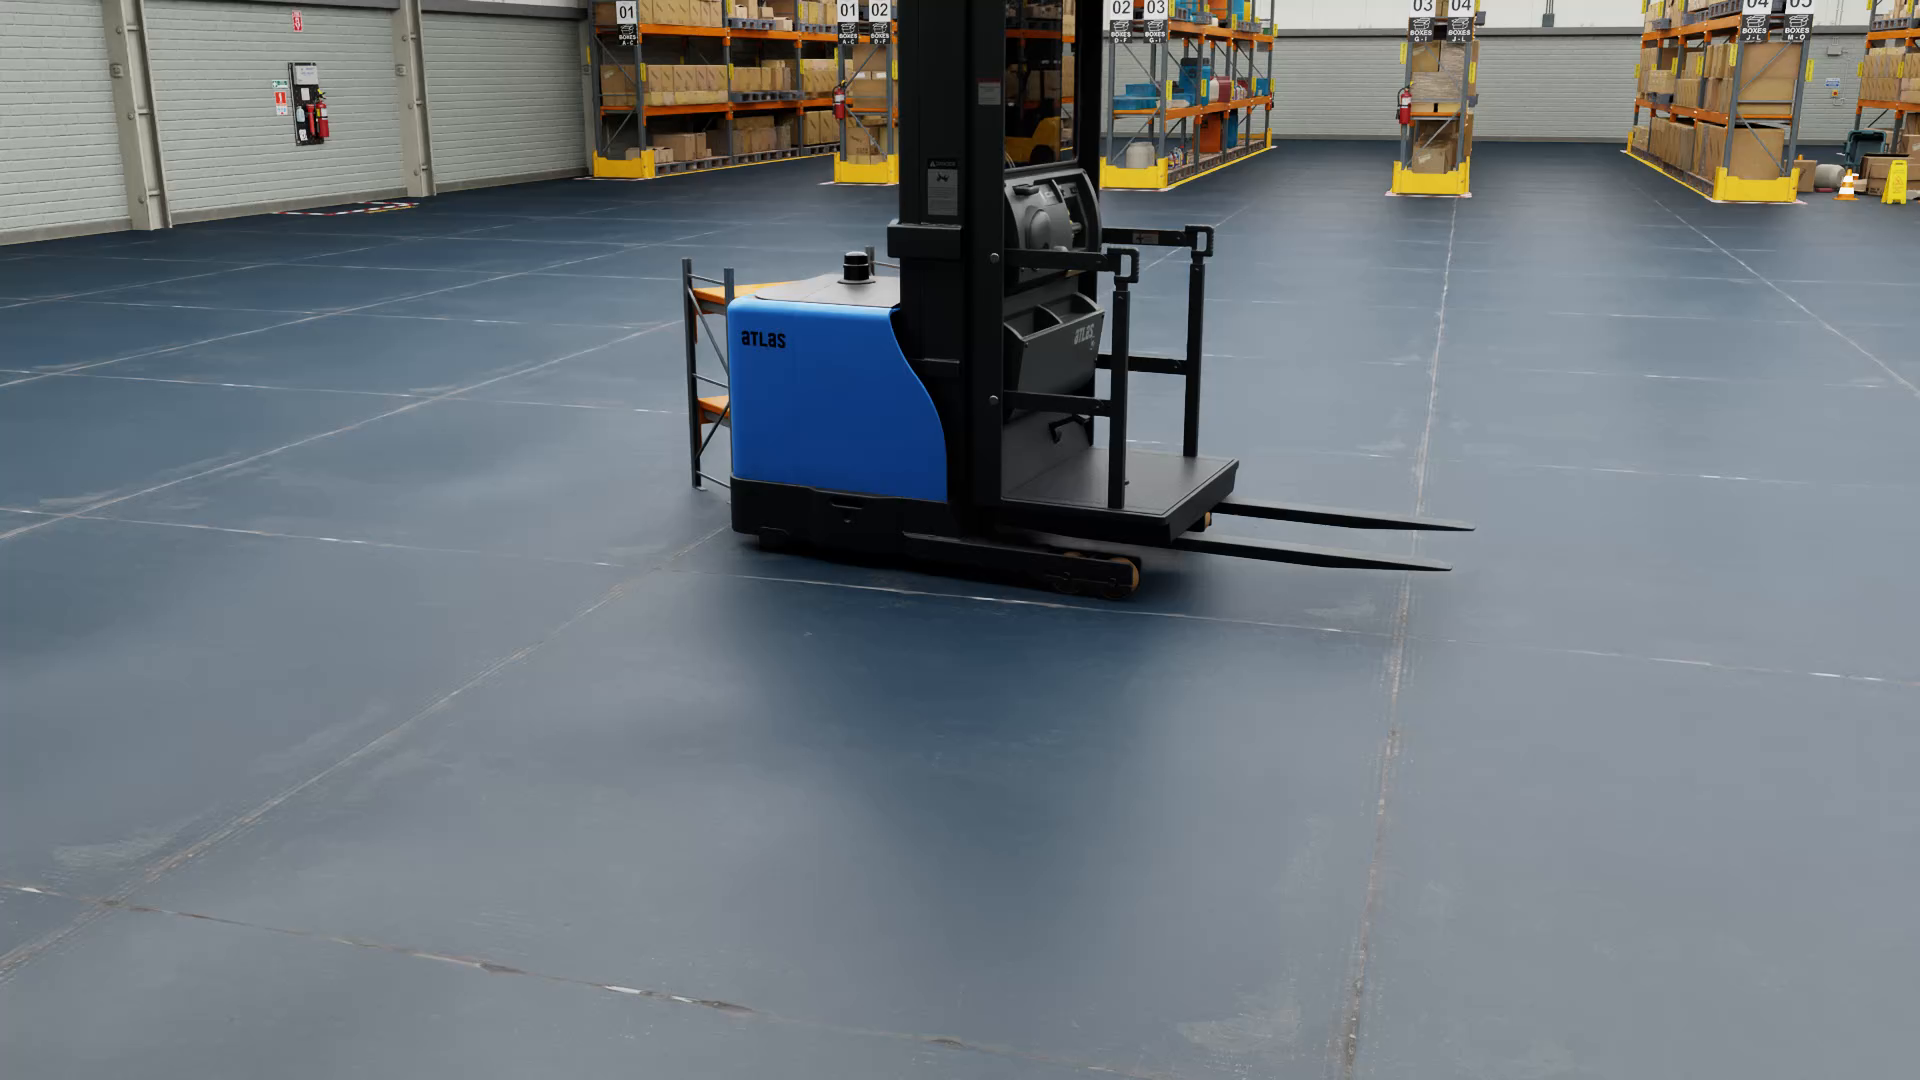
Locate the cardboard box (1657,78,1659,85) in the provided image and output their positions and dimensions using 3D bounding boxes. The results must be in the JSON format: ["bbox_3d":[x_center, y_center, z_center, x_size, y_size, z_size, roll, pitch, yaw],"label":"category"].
[{"bbox_3d":[14.868,-9.631,34.932,0.380,0.149,0.250,5,17,17],"label":"cardboard box"}]

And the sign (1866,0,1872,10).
[{"bbox_3d":[21.318,-12.586,38.962,0.100,0.325,0.005,5,16,16],"label":"sign"}]

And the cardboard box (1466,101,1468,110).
[{"bbox_3d":[8.628,-7.542,28.884,0.380,0.149,0.250,5,16,16],"label":"cardboard box"}]

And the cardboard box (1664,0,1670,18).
[{"bbox_3d":[15.723,-11.553,36.115,0.700,0.500,0.500,5,16,16],"label":"cardboard box"}]

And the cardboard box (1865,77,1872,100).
[{"bbox_3d":[21.319,-10.450,38.492,0.500,0.500,0.500,4,16,15],"label":"cardboard box"}]

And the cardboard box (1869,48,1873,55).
[{"bbox_3d":[21.482,-11.409,38.853,0.380,0.149,0.250,5,17,17],"label":"cardboard box"}]

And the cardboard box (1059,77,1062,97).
[{"bbox_3d":[2.262,-11.425,41.930,0.500,0.500,0.500,5,17,17],"label":"cardboard box"}]

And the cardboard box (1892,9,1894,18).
[{"bbox_3d":[21.375,-11.902,37.509,0.500,0.311,0.500,5,17,17],"label":"cardboard box"}]

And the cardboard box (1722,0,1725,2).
[{"bbox_3d":[12.802,-8.963,27.443,0.380,0.149,0.250,5,17,17],"label":"cardboard box"}]

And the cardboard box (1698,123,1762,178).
[{"bbox_3d":[13.165,-6.642,28.374,0.875,0.875,0.875,5,17,16],"label":"cardboard box"}]

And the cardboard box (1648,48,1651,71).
[{"bbox_3d":[16.112,-11.035,38.178,0.500,0.500,0.500,5,17,17],"label":"cardboard box"}]

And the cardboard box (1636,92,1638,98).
[{"bbox_3d":[16.667,-10.817,40.429,0.380,0.149,0.250,4,16,15],"label":"cardboard box"}]

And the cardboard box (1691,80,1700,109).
[{"bbox_3d":[13.555,-8.063,30.076,0.500,0.500,0.500,5,16,16],"label":"cardboard box"}]

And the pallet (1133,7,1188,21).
[{"bbox_3d":[3.380,-9.167,29.002,1.003,0.211,1.213,5,16,16],"label":"pallet"}]

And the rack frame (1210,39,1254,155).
[{"bbox_3d":[6.461,-10.746,39.718,1.000,3.000,0.127,5,16,16],"label":"rack frame"}]

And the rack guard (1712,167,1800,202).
[{"bbox_3d":[12.520,-5.602,26.165,1.175,0.500,0.348,5,16,16],"label":"rack guard"}]

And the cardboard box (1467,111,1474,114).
[{"bbox_3d":[10.794,-9.139,37.176,1.225,0.875,0.875,4,16,14],"label":"cardboard box"}]

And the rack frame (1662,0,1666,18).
[{"bbox_3d":[15.937,-12.837,36.096,1.000,3.000,0.127,5,16,16],"label":"rack frame"}]

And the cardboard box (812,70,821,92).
[{"bbox_3d":[-3.633,-10.912,39.538,0.500,0.500,0.500,5,17,18],"label":"cardboard box"}]

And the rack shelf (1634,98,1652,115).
[{"bbox_3d":[16.505,-10.128,38.857,1.077,0.370,4.000,5,16,16],"label":"rack shelf"}]

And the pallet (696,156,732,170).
[{"bbox_3d":[-5.468,-7.901,34.799,1.003,0.211,1.213,5,16,16],"label":"pallet"}]

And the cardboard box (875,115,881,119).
[{"bbox_3d":[-2.306,-11.225,44.031,0.380,0.149,0.250,4,16,14],"label":"cardboard box"}]

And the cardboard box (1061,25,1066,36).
[{"bbox_3d":[2.378,-12.871,41.988,0.500,0.250,0.500,5,16,16],"label":"cardboard box"}]

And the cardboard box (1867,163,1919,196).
[{"bbox_3d":[15.373,-5.909,27.238,0.797,0.503,0.637,-7,17,-23],"label":"cardboard box"}]

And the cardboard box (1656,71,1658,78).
[{"bbox_3d":[15.017,-9.912,35.380,0.380,0.149,0.250,5,17,18],"label":"cardboard box"}]

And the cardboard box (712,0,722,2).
[{"bbox_3d":[-5.193,-11.251,33.949,0.500,0.500,0.500,3,16,11],"label":"cardboard box"}]

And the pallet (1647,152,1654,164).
[{"bbox_3d":[15.717,-8.405,36.576,1.003,0.211,1.213,5,16,16],"label":"pallet"}]

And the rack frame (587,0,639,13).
[{"bbox_3d":[-6.448,-11.261,30.539,1.000,3.000,0.127,5,16,16],"label":"rack frame"}]

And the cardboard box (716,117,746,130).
[{"bbox_3d":[-4.996,-9.100,36.317,0.500,0.250,0.500,4,16,15],"label":"cardboard box"}]

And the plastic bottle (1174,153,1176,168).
[{"bbox_3d":[3.962,-7.045,30.865,0.097,0.271,0.097,0,16,0],"label":"plastic bottle"}]

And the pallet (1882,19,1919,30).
[{"bbox_3d":[21.302,-11.525,37.130,1.003,0.211,1.213,5,16,16],"label":"pallet"}]

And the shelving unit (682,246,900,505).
[{"bbox_3d":[-0.758,-0.829,8.190,1.048,1.125,0.538,-10,19,-32],"label":"shelving unit"}]

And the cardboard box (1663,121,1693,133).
[{"bbox_3d":[14.743,-8.464,34.109,0.500,0.250,0.500,4,16,15],"label":"cardboard box"}]

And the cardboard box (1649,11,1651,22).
[{"bbox_3d":[16.397,-12.246,38.868,0.500,0.250,0.500,5,17,17],"label":"cardboard box"}]

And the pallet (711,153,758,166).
[{"bbox_3d":[-5.091,-8.283,36.146,1.003,0.211,1.213,5,16,16],"label":"pallet"}]

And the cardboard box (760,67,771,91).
[{"bbox_3d":[-4.631,-10.276,37.071,0.700,0.500,0.500,5,16,16],"label":"cardboard box"}]

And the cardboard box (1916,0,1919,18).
[{"bbox_3d":[20.183,-11.078,34.440,0.500,0.500,0.500,4,16,15],"label":"cardboard box"}]

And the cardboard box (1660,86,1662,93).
[{"bbox_3d":[14.644,-9.282,34.248,0.380,0.149,0.250,5,17,17],"label":"cardboard box"}]

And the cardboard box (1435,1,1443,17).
[{"bbox_3d":[7.693,-8.739,27.420,0.500,0.250,0.500,5,17,17],"label":"cardboard box"}]

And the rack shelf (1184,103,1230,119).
[{"bbox_3d":[4.756,-8.830,34.282,1.077,0.370,4.000,5,16,16],"label":"rack shelf"}]

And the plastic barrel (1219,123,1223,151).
[{"bbox_3d":[5.768,-9.166,37.797,0.600,0.588,0.708,5,16,16],"label":"plastic barrel"}]

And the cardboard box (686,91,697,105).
[{"bbox_3d":[-5.574,-8.817,33.155,0.500,0.250,0.500,5,17,16],"label":"cardboard box"}]

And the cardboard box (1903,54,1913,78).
[{"bbox_3d":[20.311,-10.029,35.177,0.500,0.500,0.500,5,17,17],"label":"cardboard box"}]

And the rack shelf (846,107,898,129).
[{"bbox_3d":[-1.129,-8.169,31.950,1.077,0.370,4.000,5,16,16],"label":"rack shelf"}]

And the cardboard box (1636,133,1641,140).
[{"bbox_3d":[16.385,-9.657,39.788,0.380,0.149,0.250,5,17,18],"label":"cardboard box"}]

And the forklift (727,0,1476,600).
[{"bbox_3d":[0.567,-1.340,6.682,3.031,2.935,1.130,7,17,23],"label":"forklift"}]

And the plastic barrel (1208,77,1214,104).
[{"bbox_3d":[5.001,-9.257,34.218,0.433,0.535,0.433,0,16,0],"label":"plastic barrel"}]

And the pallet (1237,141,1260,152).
[{"bbox_3d":[6.978,-9.920,41.916,1.003,0.211,1.213,5,16,16],"label":"pallet"}]

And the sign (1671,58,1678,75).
[{"bbox_3d":[14.277,-9.463,33.217,0.100,0.325,0.005,5,16,16],"label":"sign"}]

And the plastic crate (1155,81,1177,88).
[{"bbox_3d":[4.032,-8.834,32.860,0.402,0.464,0.583,5,16,16],"label":"plastic crate"}]

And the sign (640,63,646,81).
[{"bbox_3d":[-5.927,-8.749,31.091,0.100,0.325,0.005,5,16,16],"label":"sign"}]

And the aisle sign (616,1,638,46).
[{"bbox_3d":[-6.181,-9.583,30.855,0.394,0.787,0.004,5,16,16],"label":"aisle sign"}]

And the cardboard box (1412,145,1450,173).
[{"bbox_3d":[8.130,-6.543,28.711,0.500,0.500,0.500,10,18,30],"label":"cardboard box"}]
